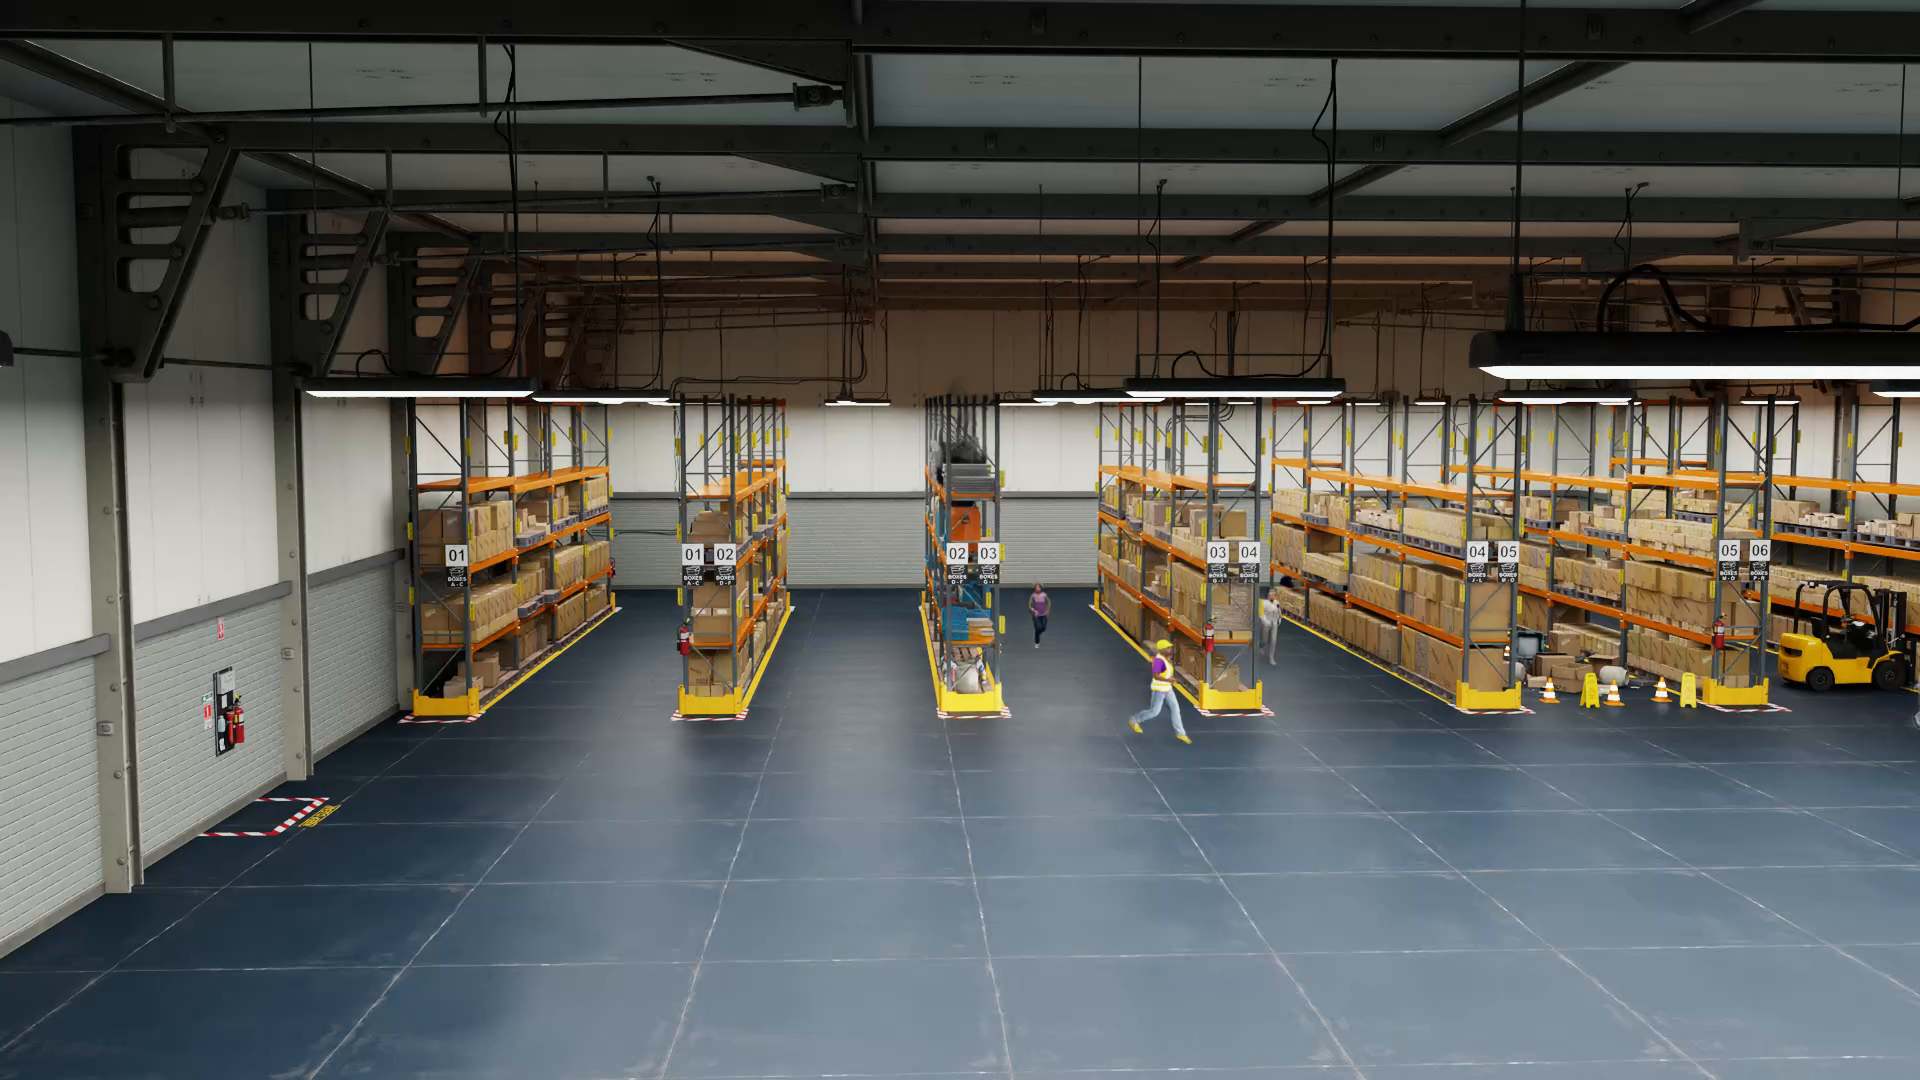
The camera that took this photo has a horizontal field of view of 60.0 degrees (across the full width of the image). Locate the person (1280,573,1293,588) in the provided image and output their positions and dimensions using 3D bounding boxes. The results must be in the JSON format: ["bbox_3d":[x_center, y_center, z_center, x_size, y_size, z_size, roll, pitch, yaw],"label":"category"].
[{"bbox_3d":[9.674,1.058,49.158,0.772,1.628,0.763,2,5,24],"label":"person"}]

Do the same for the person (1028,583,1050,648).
[{"bbox_3d":[1.905,1.812,39.788,0.560,1.558,0.605,0,5,-5],"label":"person"}]

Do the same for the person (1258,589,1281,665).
[{"bbox_3d":[6.980,1.929,37.529,0.640,1.686,0.927,-1,5,-13],"label":"person"}]

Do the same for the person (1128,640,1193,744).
[{"bbox_3d":[3.427,2.597,28.515,1.135,1.779,0.662,2,5,28],"label":"person"}]
